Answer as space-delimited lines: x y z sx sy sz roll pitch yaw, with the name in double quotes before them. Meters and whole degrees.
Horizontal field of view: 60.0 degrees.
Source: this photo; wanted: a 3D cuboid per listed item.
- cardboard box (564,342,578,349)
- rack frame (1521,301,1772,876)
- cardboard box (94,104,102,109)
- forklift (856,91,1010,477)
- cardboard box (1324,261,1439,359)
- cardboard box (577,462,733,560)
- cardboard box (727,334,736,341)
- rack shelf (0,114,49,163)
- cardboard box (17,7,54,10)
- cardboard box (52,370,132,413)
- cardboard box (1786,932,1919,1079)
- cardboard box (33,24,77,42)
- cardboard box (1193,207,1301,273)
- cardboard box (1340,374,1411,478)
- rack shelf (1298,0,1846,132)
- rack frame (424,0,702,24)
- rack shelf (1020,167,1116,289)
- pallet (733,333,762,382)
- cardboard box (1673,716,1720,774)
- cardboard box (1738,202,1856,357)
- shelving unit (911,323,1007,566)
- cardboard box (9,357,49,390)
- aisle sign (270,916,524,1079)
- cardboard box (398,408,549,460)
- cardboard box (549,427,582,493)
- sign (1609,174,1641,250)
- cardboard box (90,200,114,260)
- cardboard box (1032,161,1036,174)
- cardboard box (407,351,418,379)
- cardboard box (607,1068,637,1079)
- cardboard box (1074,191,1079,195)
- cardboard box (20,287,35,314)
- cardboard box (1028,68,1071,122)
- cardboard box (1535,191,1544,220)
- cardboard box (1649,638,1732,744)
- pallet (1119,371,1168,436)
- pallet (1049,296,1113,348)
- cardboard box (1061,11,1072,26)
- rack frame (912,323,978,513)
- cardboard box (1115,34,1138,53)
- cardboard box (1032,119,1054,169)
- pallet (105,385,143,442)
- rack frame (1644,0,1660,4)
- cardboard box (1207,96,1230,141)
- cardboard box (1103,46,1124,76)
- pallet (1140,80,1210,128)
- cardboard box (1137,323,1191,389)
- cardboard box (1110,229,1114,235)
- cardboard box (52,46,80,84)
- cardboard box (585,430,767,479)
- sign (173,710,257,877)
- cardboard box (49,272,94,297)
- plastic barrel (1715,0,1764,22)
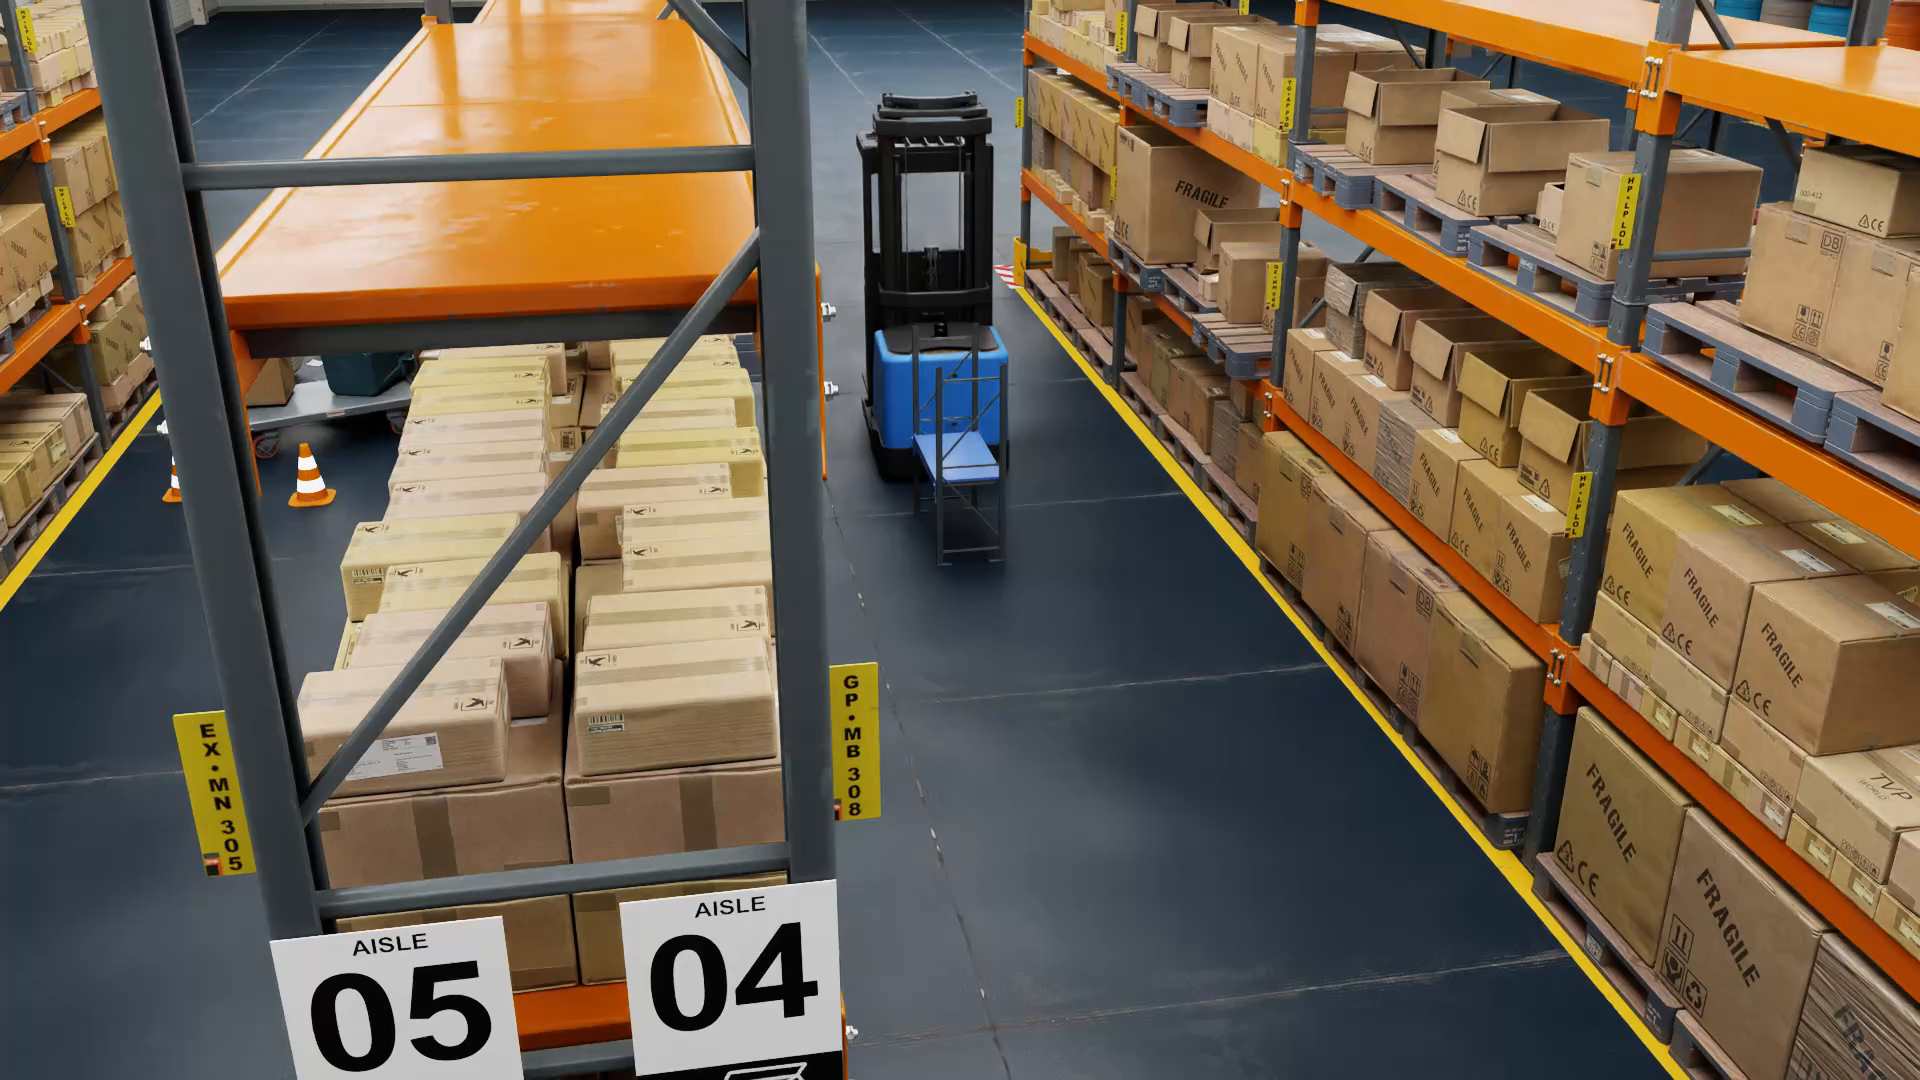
"cardboard box" -1.535 -0.766 5.815 0.380 0.149 0.250 -5 24 -10
"rack frame" 3.423 0.288 8.085 1.000 3.000 0.127 -4 24 -10
"cardboard box" -8.140 -3.954 16.053 0.700 0.500 0.500 -4 24 -9
"forklift" -0.298 -2.414 14.359 1.130 2.935 3.031 -3 24 -7
"cardboard box" 2.802 -1.502 10.805 0.797 0.503 0.637 -3 24 -8
"cardboard box" -0.771 -0.076 4.236 0.380 0.149 0.250 -4 24 -8
"cardboard box" -0.998 -0.803 5.901 0.380 0.149 0.250 -4 24 -10
"rack shelf" -7.426 -2.383 11.353 1.077 0.370 4.000 -4 24 -10
"cardboard box" -8.649 -4.863 15.450 0.380 0.149 0.250 -4 24 -10
"cardboard box" -7.640 -1.310 14.654 0.500 0.250 0.500 -5 24 -12
"cardboard box" 3.797 2.039 6.206 0.875 0.875 0.875 -4 24 -10
"cardboard box" -7.768 -4.302 14.165 0.380 0.149 0.250 -5 24 -12
"cardboard box" 2.355 -2.423 13.640 0.797 0.503 0.637 -2 24 -4
"cardboard box" 2.701 -0.716 10.259 0.500 0.500 0.500 -5 24 -11
"rack shelf" 3.053 -2.735 8.910 1.077 0.370 4.000 -4 24 -10
"rack frame" -1.470 -2.134 6.135 1.000 3.000 0.127 -4 24 -10
"rack shelf" 1.573 -3.316 17.235 1.077 0.370 4.000 -4 24 -10
"pallet" -1.480 -0.924 7.347 1.213 0.211 1.003 -4 24 -10
"cardboard box" 3.299 0.854 7.102 0.380 0.149 0.250 -5 24 -11
"cardboard box" 3.626 -1.067 6.666 0.700 0.500 0.500 -6 24 -13
"shelving unit" -0.016 -0.721 12.269 0.538 1.500 1.048 -4 24 -10
"cardboard box" -8.169 -1.614 14.414 0.500 0.500 0.500 -5 24 -10
"aisle sign" -1.012 1.048 3.096 0.394 0.787 0.004 -4 24 -10
"cardboard box" -1.344 -0.245 4.622 0.380 0.149 0.250 -5 24 -11
"cardboard box" -1.336 -0.111 4.813 0.500 0.250 0.500 -5 24 -12
"sign" 2.891 -1.424 7.218 0.100 0.325 0.005 -4 24 -10
"cardboard box" -7.719 -2.697 14.423 0.500 0.500 0.500 -4 24 -10
"cardboard box" 1.022 -4.187 18.646 0.380 0.149 0.250 -4 24 -10
"cardboard box" -5.542 -1.746 15.692 0.797 0.637 0.503 -4 24 -10
"cardboard box" -0.553 1.352 3.903 0.500 0.500 0.500 -4 24 -10
"cardboard box" 1.381 -3.501 17.076 0.380 0.149 0.250 -4 24 -10
"cardboard box" -7.315 -1.817 12.694 0.380 0.149 0.250 -5 24 -11
"cardboard box" 1.038 -4.836 18.071 0.500 0.500 0.500 -4 24 -10
"cardboard box" 3.295 -1.761 8.817 0.380 0.149 0.250 -5 24 -12
"cardboard box" 3.339 0.621 7.139 0.500 0.250 0.500 -4 24 -10
"pallet" 2.089 -1.275 15.147 1.003 0.211 1.213 -4 24 -10
"pallet" 1.555 -2.323 17.548 1.003 0.211 1.213 -4 24 -10
"cardboard box" 1.234 -5.281 16.778 0.380 0.149 0.250 -5 24 -12
"rack frame" -0.110 -0.921 12.727 0.500 1.500 0.032 -4 24 -10
"cardboard box" 1.599 -4.454 14.884 0.380 0.149 0.250 -4 24 -8
"cardboard box" 1.278 -4.396 18.313 0.875 0.500 0.500 -4 24 -10
"pallet" -7.955 -1.109 14.768 1.003 0.211 1.213 -4 24 -10
"rack frame" 6.811 -5.974 14.929 1.000 3.000 0.127 -4 24 -10
"cardboard box" 2.159 -3.152 12.401 0.500 0.250 0.500 -4 24 -8
"cardboard box" 1.602 -4.324 15.086 0.500 0.250 0.500 -3 24 -8
"pallet" 2.148 -3.489 13.220 1.213 0.211 1.003 -4 24 -10
"cardboard box" 2.036 -1.672 15.146 0.700 0.500 0.500 -6 24 -14
"cardboard box" 1.615 -2.806 15.484 0.380 0.149 0.250 -4 24 -10
"cardboard box" -7.713 -3.963 13.886 0.500 0.250 0.500 -5 24 -10
"cardboard box" -0.831 -0.142 4.884 0.500 0.250 0.500 -5 24 -12
"sign" -1.280 0.442 2.880 0.100 0.325 0.005 -4 24 -10
"cardboard box" -7.539 -2.158 13.999 0.380 0.149 0.250 -4 24 -10
"plastic barrel" 7.118 -4.646 15.007 0.600 0.901 0.708 -4 24 -10
